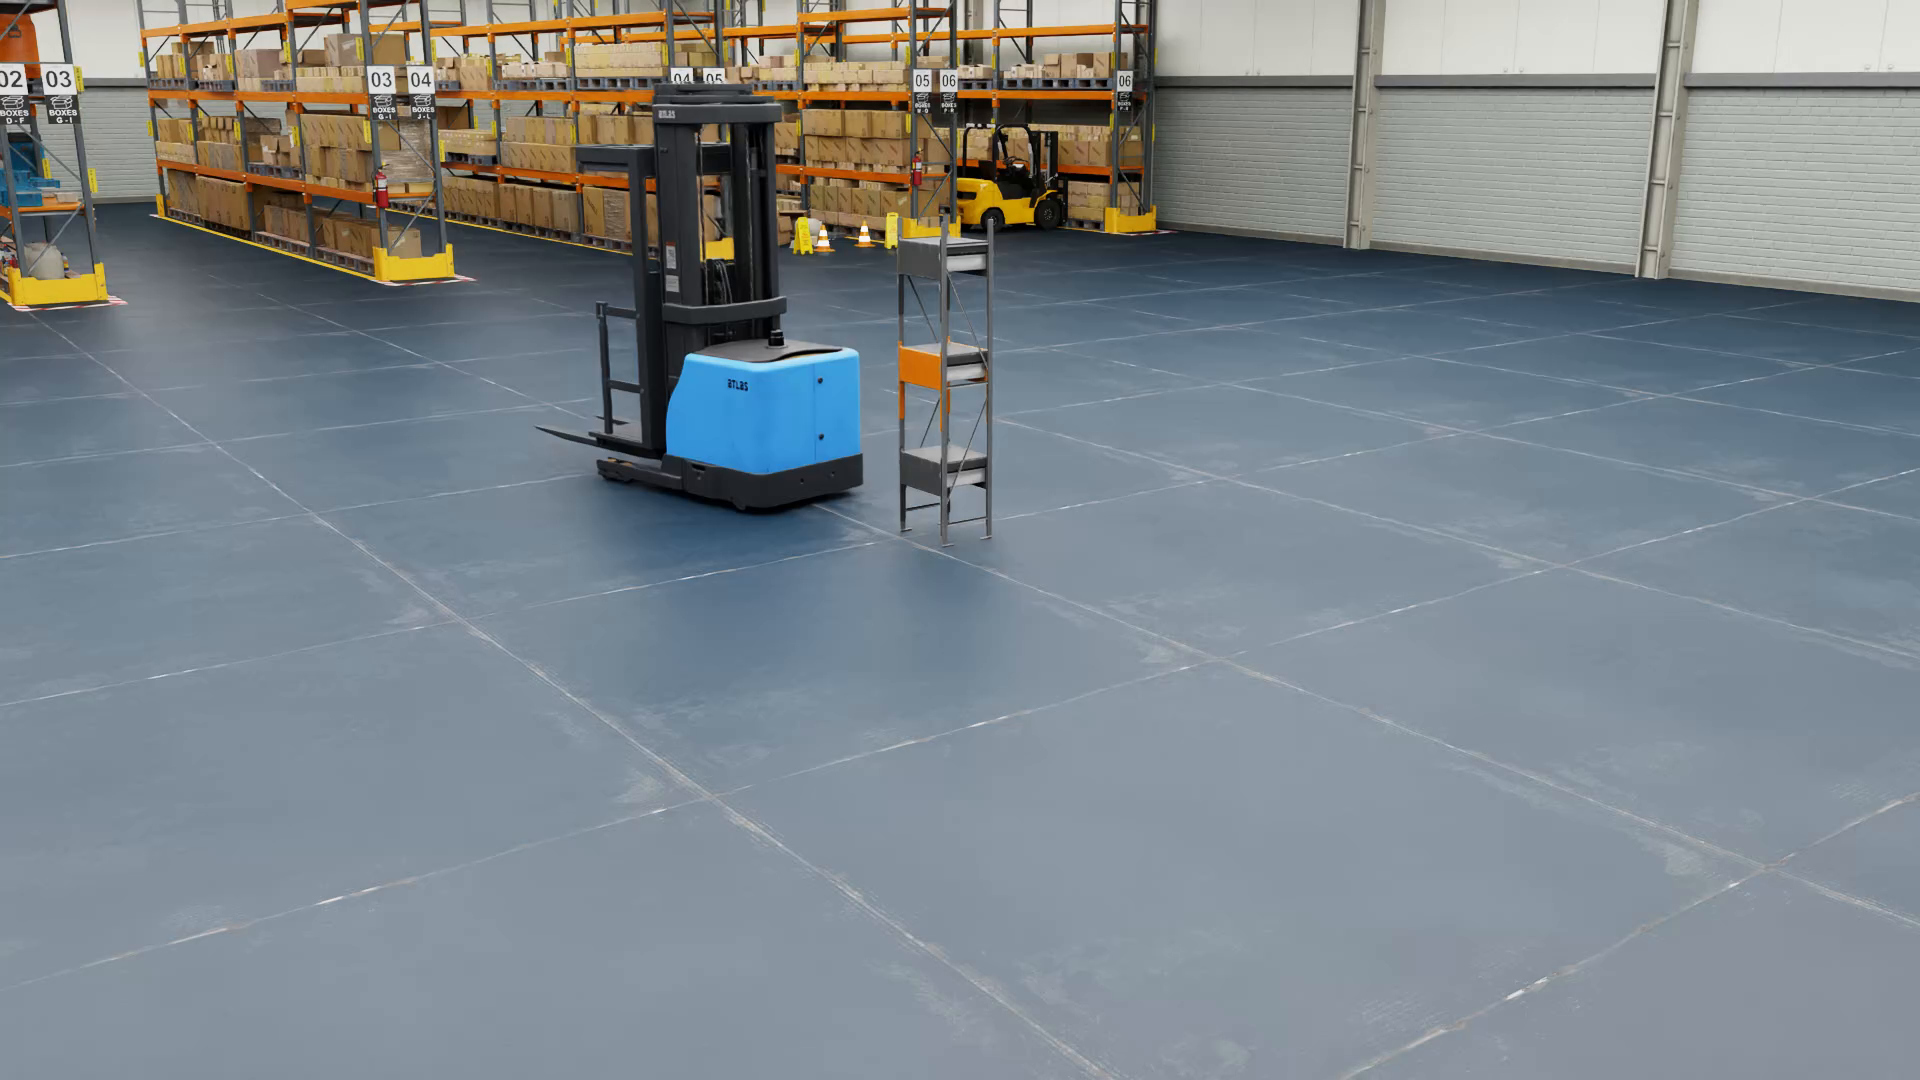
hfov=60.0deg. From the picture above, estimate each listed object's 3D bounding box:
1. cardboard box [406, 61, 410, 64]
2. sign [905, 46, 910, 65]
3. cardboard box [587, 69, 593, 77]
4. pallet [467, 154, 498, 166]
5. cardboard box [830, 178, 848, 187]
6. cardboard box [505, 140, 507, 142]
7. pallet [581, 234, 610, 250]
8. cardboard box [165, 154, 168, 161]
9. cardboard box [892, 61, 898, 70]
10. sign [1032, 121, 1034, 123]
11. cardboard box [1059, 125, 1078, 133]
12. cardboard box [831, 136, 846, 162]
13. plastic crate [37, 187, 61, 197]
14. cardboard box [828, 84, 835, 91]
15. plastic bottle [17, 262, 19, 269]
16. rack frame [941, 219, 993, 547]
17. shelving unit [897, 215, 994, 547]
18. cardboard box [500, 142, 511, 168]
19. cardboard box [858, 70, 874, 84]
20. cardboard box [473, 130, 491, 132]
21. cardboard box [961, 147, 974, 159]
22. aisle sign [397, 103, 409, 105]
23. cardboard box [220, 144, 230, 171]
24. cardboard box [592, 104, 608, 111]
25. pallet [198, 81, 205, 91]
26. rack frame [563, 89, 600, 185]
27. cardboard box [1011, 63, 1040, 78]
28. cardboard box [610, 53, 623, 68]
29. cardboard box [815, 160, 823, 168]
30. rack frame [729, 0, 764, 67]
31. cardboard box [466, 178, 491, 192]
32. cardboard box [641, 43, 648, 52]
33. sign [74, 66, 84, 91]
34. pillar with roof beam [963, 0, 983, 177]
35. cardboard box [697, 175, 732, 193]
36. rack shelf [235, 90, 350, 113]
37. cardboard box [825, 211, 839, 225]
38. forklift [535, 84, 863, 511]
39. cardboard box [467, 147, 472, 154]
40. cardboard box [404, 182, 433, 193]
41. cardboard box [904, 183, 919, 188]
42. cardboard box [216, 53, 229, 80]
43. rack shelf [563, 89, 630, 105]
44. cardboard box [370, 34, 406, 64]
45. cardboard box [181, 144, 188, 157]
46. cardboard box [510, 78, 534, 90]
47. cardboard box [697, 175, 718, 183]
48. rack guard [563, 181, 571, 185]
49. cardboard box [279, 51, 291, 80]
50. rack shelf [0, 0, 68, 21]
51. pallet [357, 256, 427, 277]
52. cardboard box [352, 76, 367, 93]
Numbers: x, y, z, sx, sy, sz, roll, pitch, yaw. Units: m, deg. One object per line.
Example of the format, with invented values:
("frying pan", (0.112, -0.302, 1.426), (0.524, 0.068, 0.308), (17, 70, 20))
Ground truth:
("cardboard box", (-12.519, -10.913, 38.167), (0.380, 0.149, 0.250), (-12, 19, -37))
("sign", (-0.955, -8.879, 30.476), (0.100, 0.325, 0.005), (-11, 19, -35))
("cardboard box", (-6.552, -8.489, 30.218), (0.380, 0.149, 0.250), (-11, 19, -35))
("pallet", (-9.648, -8.048, 35.164), (1.213, 0.211, 1.003), (-11, 19, -35))
("cardboard box", (-2.389, -7.179, 33.386), (0.380, 0.149, 0.250), (-10, 18, -32))
("cardboard box", (-9.426, -8.422, 35.283), (0.380, 0.149, 0.250), (-10, 18, -32))
("pallet", (-6.407, -5.632, 31.253), (1.003, 0.211, 1.213), (-11, 19, -35))
("cardboard box", (-17.519, -8.552, 37.118), (0.380, 0.149, 0.250), (-11, 19, -35))
("cardboard box", (-1.052, -8.885, 31.139), (0.380, 0.149, 0.250), (-10, 18, -34))
("sign", (1.615, -9.255, 37.417), (0.100, 0.325, 0.005), (-11, 19, -35))
("cardboard box", (2.306, -8.664, 35.066), (0.380, 0.149, 0.250), (-10, 18, -33))
("cardboard box", (-2.214, -7.783, 33.077), (0.500, 0.500, 0.500), (-11, 19, -35))
("plastic crate", (-13.709, -5.200, 24.891), (0.530, 0.136, 0.437), (-11, 19, -35))
("cardboard box", (-2.402, -9.002, 33.079), (0.380, 0.149, 0.250), (-10, 18, -33))
("plastic bottle", (-14.069, -4.078, 24.760), (0.097, 0.201, 0.097), (0, 15, 0))
("rack frame", (0.046, -0.996, 10.738), (0.400, 2.100, 0.015), (-11, 19, -35))
("shelving unit", (-0.097, -1.048, 10.928), (0.431, 2.100, 0.503), (-11, 19, -35))
("cardboard box", (-9.097, -7.916, 34.126), (0.500, 0.500, 0.500), (-11, 19, -34))
("cardboard box", (-1.617, -8.890, 31.914), (0.500, 0.250, 0.500), (-10, 18, -33))
("cardboard box", (-10.495, -8.951, 36.650), (0.380, 0.149, 0.250), (-12, 19, -36))
("cardboard box", (0.359, -8.814, 37.880), (0.500, 0.250, 0.500), (-11, 19, -35))
("aisle sign", (-13.647, -11.030, 40.768), (0.394, 0.787, 0.004), (-11, 19, -35))
("cardboard box", (-14.301, -7.590, 32.936), (0.500, 0.500, 0.500), (-12, 19, -36))
("cardboard box", (-9.039, -10.890, 41.872), (0.380, 0.149, 0.250), (-11, 19, -36))
("pallet", (-14.987, -9.278, 33.972), (0.805, 0.209, 1.217), (-12, 19, -37))
("rack frame", (-9.902, -10.504, 43.771), (1.000, 3.000, 0.127), (-11, 19, -35))
("cardboard box", (1.459, -10.152, 35.986), (0.500, 0.311, 0.500), (-10, 18, -33))
("cardboard box", (-5.837, -8.449, 29.317), (0.500, 0.250, 0.500), (-11, 19, -34))
("cardboard box", (-2.730, -7.657, 33.846), (0.380, 0.149, 0.250), (-10, 18, -33))
("rack frame", (-5.889, -14.168, 45.796), (1.000, 3.000, 0.127), (-11, 19, -35))
("cardboard box", (-10.349, -7.686, 35.997), (0.500, 0.250, 0.500), (-10, 18, -33))
("cardboard box", (-5.208, -8.386, 28.331), (0.380, 0.149, 0.250), (-10, 18, -34))
("sign", (-12.069, -6.316, 22.770), (0.100, 0.325, 0.005), (-11, 19, -35))
("pillar with roof beam", (-3.172, -11.653, 36.608), (9.100, 9.000, 0.400), (-11, 19, -35))
("cardboard box", (-5.537, -8.133, 38.340), (0.875, 0.875, 0.875), (-11, 19, -35))
("rack shelf", (-12.038, -7.930, 30.048), (1.077, 0.370, 4.000), (-11, 19, -35))
("cardboard box", (-2.395, -6.537, 33.692), (0.500, 0.250, 0.500), (-10, 18, -31))
("forklift", (-2.146, -1.928, 12.567), (3.031, 2.935, 1.130), (13, 20, 40))
("cardboard box", (-10.244, -8.283, 35.337), (0.380, 0.149, 0.250), (-11, 19, -35))
("cardboard box", (-8.485, -5.525, 26.058), (0.380, 0.149, 0.250), (-11, 19, -35))
("cardboard box", (-0.830, -8.488, 40.111), (0.875, 0.625, 0.625), (-10, 18, -33))
("cardboard box", (-14.210, -9.244, 32.503), (0.500, 0.500, 0.500), (-10, 18, -32))
("rack shelf", (-8.726, -11.176, 41.909), (1.077, 0.370, 4.000), (-11, 19, -35))
("cardboard box", (-9.165, -7.787, 26.464), (0.500, 0.500, 0.500), (-11, 19, -35))
("cardboard box", (-16.344, -8.346, 35.608), (0.500, 0.250, 0.500), (-10, 18, -33))
("cardboard box", (-9.263, -9.664, 34.830), (0.500, 0.500, 0.500), (-11, 19, -35))
("cardboard box", (-4.694, -6.442, 28.645), (0.875, 0.550, 0.550), (-11, 19, -35))
("rack guard", (-9.916, -9.303, 44.119), (1.175, 0.500, 0.348), (-11, 19, -35))
("cardboard box", (-11.613, -8.419, 29.481), (0.797, 0.503, 0.637), (-10, 18, -32))
("rack shelf", (-13.693, -7.561, 23.775), (1.077, 0.370, 4.000), (-11, 19, -35))
("pallet", (-9.004, -4.399, 26.749), (1.003, 0.211, 1.213), (-11, 19, -35))
("cardboard box", (-8.999, -6.987, 25.523), (0.500, 0.250, 0.500), (-10, 18, -33))
